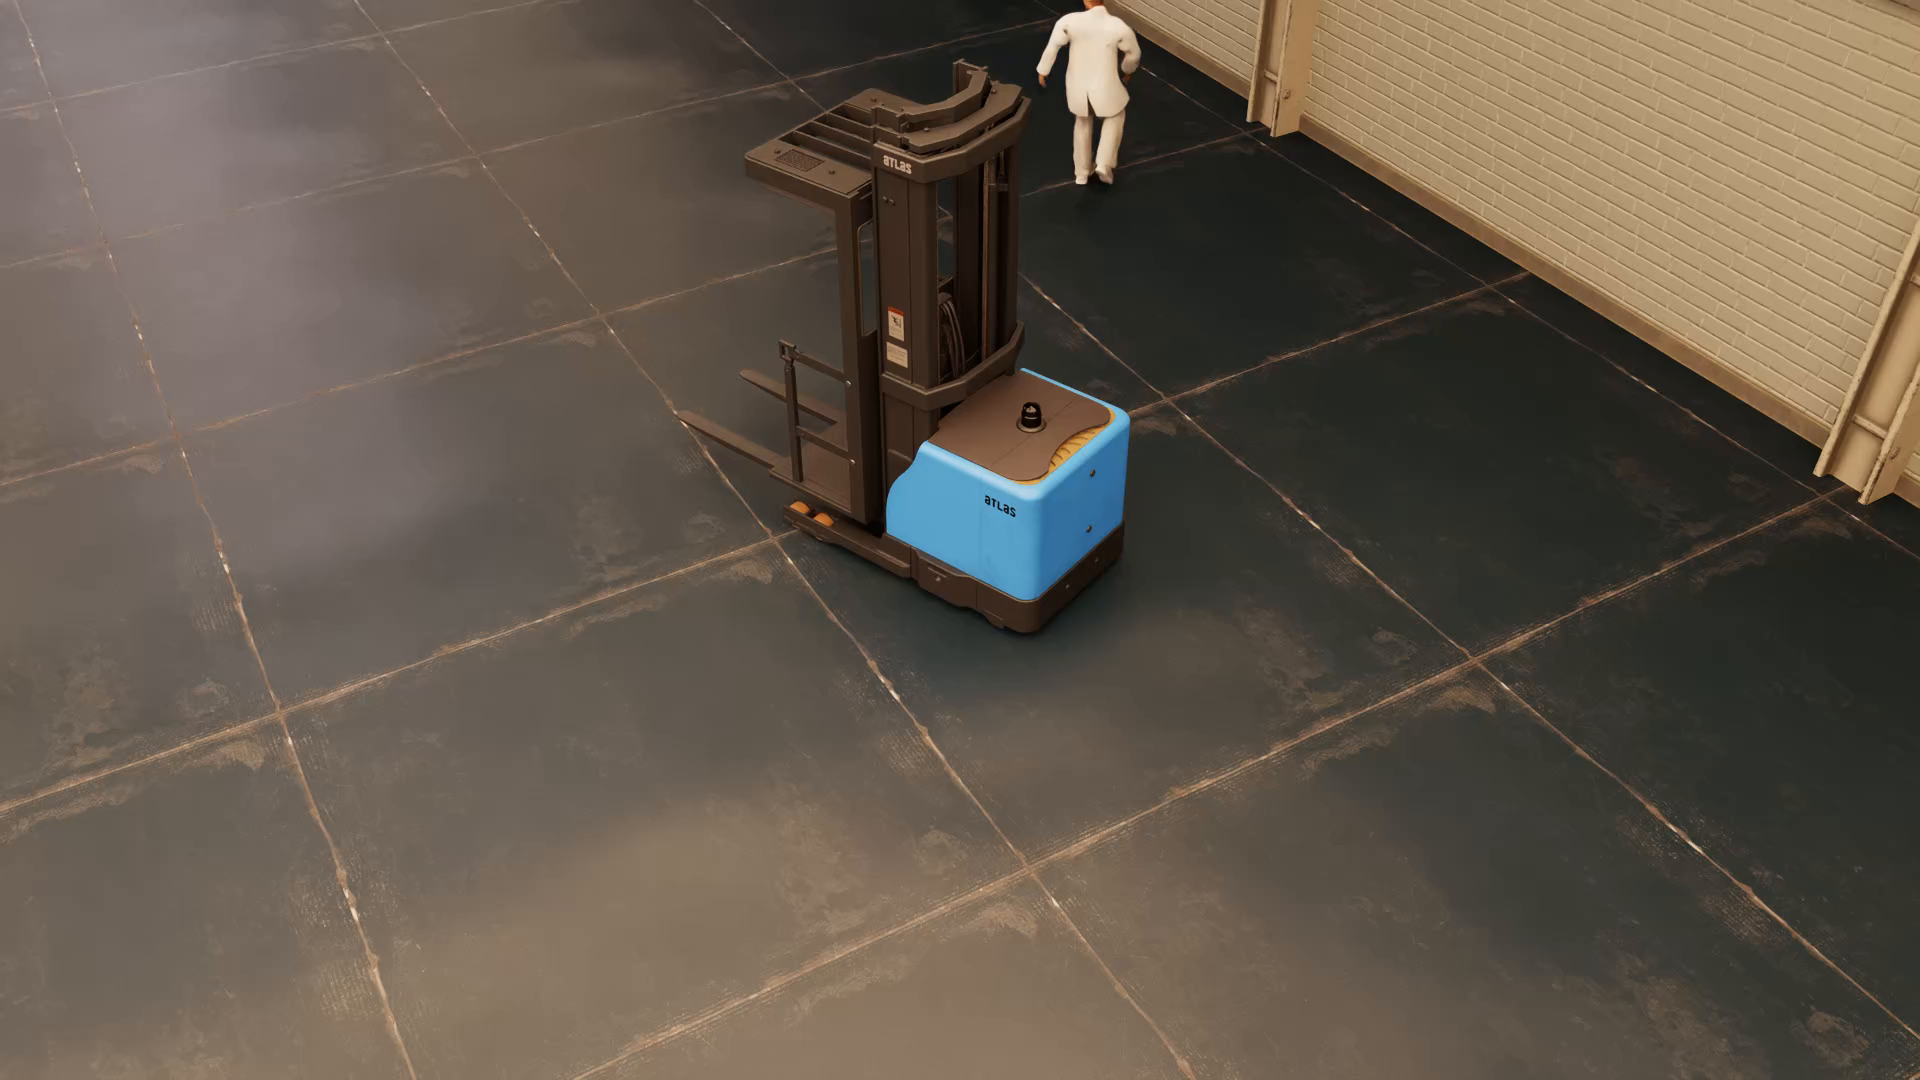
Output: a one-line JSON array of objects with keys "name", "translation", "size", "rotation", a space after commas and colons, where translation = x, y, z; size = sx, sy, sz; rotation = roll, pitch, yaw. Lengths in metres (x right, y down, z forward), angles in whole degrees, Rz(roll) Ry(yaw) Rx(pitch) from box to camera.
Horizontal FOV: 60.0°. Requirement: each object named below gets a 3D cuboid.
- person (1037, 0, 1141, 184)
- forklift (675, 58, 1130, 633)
[{"name": "person", "translation": [1.043, -3.714, 13.424], "size": [0.824, 1.710, 0.517], "rotation": [13, 41, 15]}, {"name": "forklift", "translation": [-0.481, -1.366, 9.683], "size": [3.031, 2.935, 1.130], "rotation": [26, 46, 28]}]
